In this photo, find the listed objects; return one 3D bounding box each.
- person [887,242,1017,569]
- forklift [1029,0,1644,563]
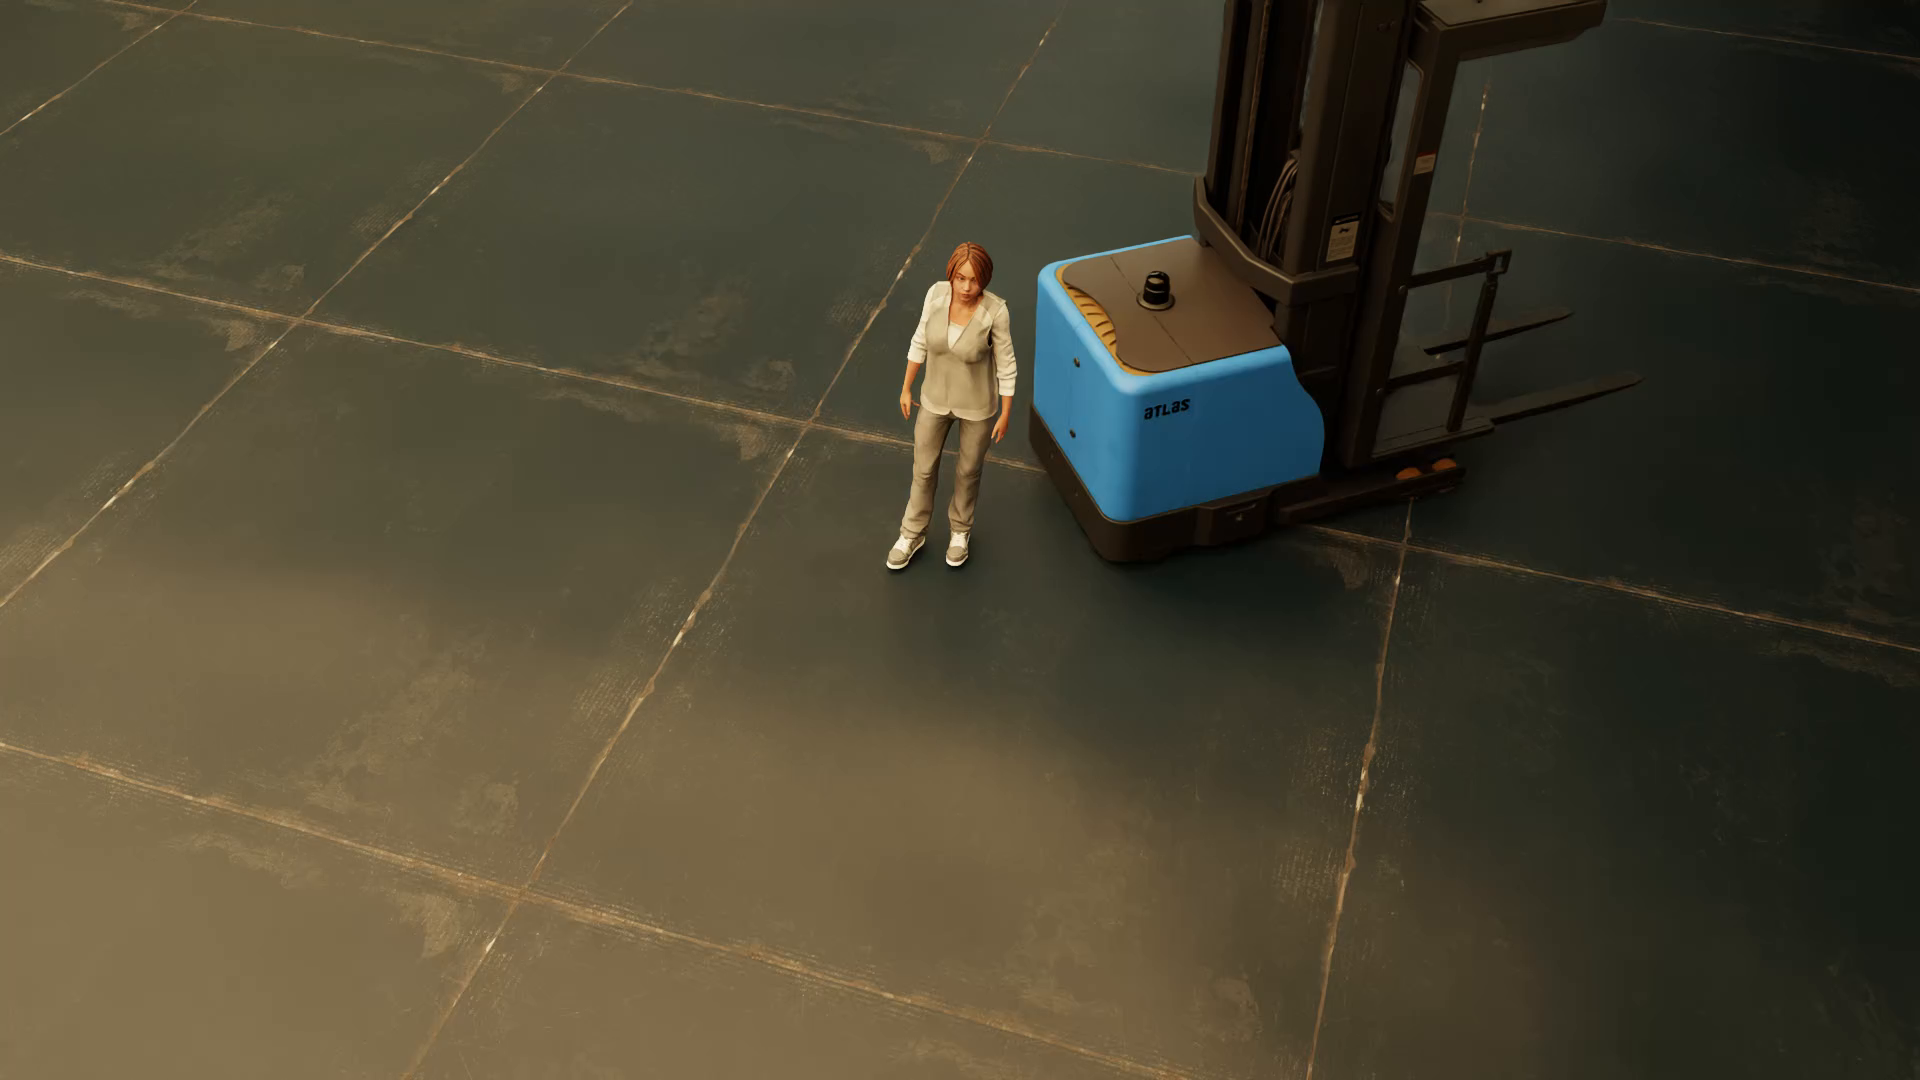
[{"bbox_3d":[-0.036,-0.545,7.244,0.520,1.597,0.475,12,44,13],"label":"person"},{"bbox_3d":[1.916,-1.585,7.392,3.031,2.935,1.130,-14,45,-14],"label":"forklift"}]
